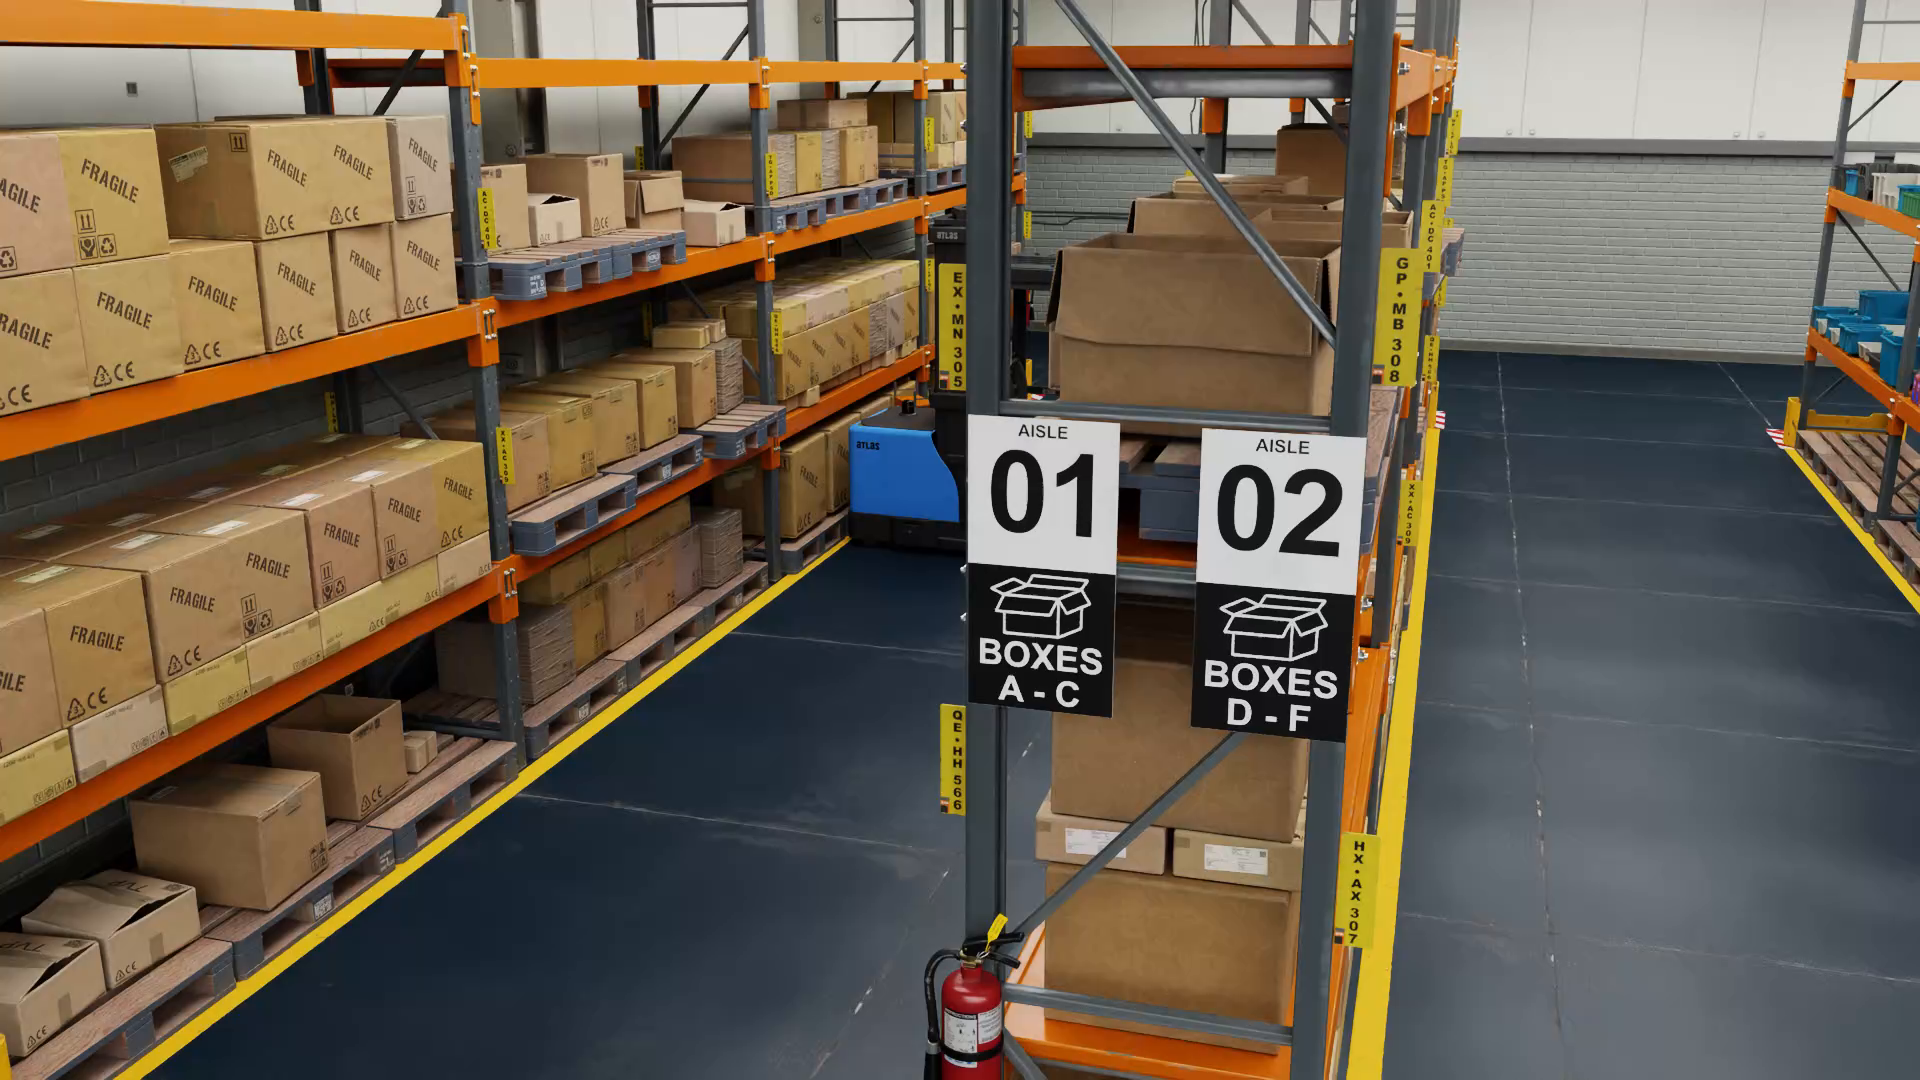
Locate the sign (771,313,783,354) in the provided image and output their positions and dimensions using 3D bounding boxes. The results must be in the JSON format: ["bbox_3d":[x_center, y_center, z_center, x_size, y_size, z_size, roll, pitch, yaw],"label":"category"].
[{"bbox_3d":[-1.443,-1.626,13.089,0.100,0.325,0.005,5,16,16],"label":"sign"}]

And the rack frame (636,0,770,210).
[{"bbox_3d":[-1.966,-4.033,12.557,1.000,3.000,0.127,5,16,16],"label":"rack frame"}]

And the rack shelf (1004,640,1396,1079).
[{"bbox_3d":[1.079,1.152,6.589,1.077,0.370,4.000,5,16,16],"label":"rack shelf"}]

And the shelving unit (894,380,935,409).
[{"bbox_3d":[-0.414,-0.868,15.692,0.258,1.200,0.503,-7,17,-23],"label":"shelving unit"}]

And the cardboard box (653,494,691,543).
[{"bbox_3d":[-2.343,-0.180,12.368,0.500,0.250,0.500,5,17,17],"label":"cardboard box"}]

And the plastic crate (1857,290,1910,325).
[{"bbox_3d":[9.890,-2.415,17.673,0.616,0.435,0.499,5,16,16],"label":"plastic crate"}]

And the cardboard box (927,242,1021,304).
[{"bbox_3d":[0.172,-3.250,20.241,0.980,0.700,0.700,5,17,18],"label":"cardboard box"}]

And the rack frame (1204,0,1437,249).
[{"bbox_3d":[1.647,-2.603,7.517,1.000,3.000,0.127,5,16,16],"label":"rack frame"}]

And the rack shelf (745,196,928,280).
[{"bbox_3d":[-1.398,-2.767,14.909,1.077,0.370,4.000,5,16,16],"label":"rack shelf"}]

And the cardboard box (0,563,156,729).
[{"bbox_3d":[-3.666,0.418,6.723,0.500,0.500,0.500,5,16,16],"label":"cardboard box"}]

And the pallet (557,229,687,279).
[{"bbox_3d":[-2.534,-1.878,10.800,1.213,0.211,1.003,5,16,16],"label":"pallet"}]

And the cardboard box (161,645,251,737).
[{"bbox_3d":[-3.512,0.636,7.329,0.500,0.250,0.500,4,16,15],"label":"cardboard box"}]

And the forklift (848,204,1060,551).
[{"bbox_3d":[0.590,-1.351,14.222,3.031,2.935,1.130,6,17,19],"label":"forklift"}]

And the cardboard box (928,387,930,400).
[{"bbox_3d":[-0.519,-1.381,18.011,0.700,0.500,0.500,5,17,17],"label":"cardboard box"}]

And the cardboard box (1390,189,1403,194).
[{"bbox_3d":[2.709,-2.214,11.145,0.500,0.250,0.500,3,16,12],"label":"cardboard box"}]

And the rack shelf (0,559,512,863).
[{"bbox_3d":[-3.671,0.769,7.940,1.077,0.370,4.000,5,16,16],"label":"rack shelf"}]

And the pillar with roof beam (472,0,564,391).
[{"bbox_3d":[0.962,-3.426,10.418,9.100,9.000,0.400,5,16,16],"label":"pillar with roof beam"}]

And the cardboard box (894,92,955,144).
[{"bbox_3d":[-0.358,-4.340,17.084,0.500,0.500,0.500,4,16,15],"label":"cardboard box"}]

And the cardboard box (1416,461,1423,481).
[{"bbox_3d":[3.764,-0.408,14.546,0.500,0.500,0.500,5,17,17],"label":"cardboard box"}]

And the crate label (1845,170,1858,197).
[{"bbox_3d":[9.234,-3.627,16.895,0.408,0.251,0.502,5,16,16],"label":"crate label"}]

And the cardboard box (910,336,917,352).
[{"bbox_3d":[-0.654,-1.972,16.708,0.380,0.149,0.250,5,17,16],"label":"cardboard box"}]

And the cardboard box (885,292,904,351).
[{"bbox_3d":[-0.855,-2.120,16.040,0.500,0.500,0.500,5,17,16],"label":"cardboard box"}]

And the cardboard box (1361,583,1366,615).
[{"bbox_3d":[1.558,0.212,7.212,0.380,0.149,0.250,5,16,16],"label":"cardboard box"}]

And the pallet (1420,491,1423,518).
[{"bbox_3d":[3.726,-0.253,15.334,1.003,0.211,1.213,5,16,16],"label":"pallet"}]

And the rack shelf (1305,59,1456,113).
[{"bbox_3d":[3.353,-3.635,13.204,1.077,0.370,4.000,5,16,16],"label":"rack shelf"}]

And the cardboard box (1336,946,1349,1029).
[{"bbox_3d":[1.305,1.574,6.678,0.500,0.500,0.500,5,16,16],"label":"cardboard box"}]

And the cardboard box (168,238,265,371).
[{"bbox_3d":[-3.443,-1.038,7.277,0.500,0.500,0.500,6,17,19],"label":"cardboard box"}]

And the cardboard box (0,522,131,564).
[{"bbox_3d":[-4.014,0.242,7.345,0.500,0.500,0.500,4,16,14],"label":"cardboard box"}]

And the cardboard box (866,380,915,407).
[{"bbox_3d":[-0.890,-1.181,16.666,0.750,0.750,0.750,5,17,17],"label":"cardboard box"}]

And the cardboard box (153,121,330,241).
[{"bbox_3d":[-3.270,-1.648,7.595,0.500,0.500,0.500,4,16,14],"label":"cardboard box"}]

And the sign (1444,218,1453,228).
[{"bbox_3d":[5.584,-3.518,19.033,0.100,0.325,0.005,5,16,16],"label":"sign"}]

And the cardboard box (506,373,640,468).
[{"bbox_3d":[-2.603,-0.811,11.202,0.700,0.500,0.500,7,17,24],"label":"cardboard box"}]

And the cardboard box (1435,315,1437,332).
[{"bbox_3d":[4.757,-2.369,17.500,0.500,0.500,0.500,4,16,15],"label":"cardboard box"}]

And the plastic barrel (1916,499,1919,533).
[{"bbox_3d":[8.498,-0.477,14.089,0.600,0.901,0.708,5,16,16],"label":"plastic barrel"}]

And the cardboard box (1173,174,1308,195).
[{"bbox_3d":[1.251,-1.366,7.443,0.500,0.500,0.500,6,17,20],"label":"cardboard box"}]

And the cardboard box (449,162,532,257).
[{"bbox_3d":[-2.871,-1.930,9.688,0.500,0.500,0.500,7,17,24],"label":"cardboard box"}]

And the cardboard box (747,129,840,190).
[{"bbox_3d":[-1.485,-3.398,14.825,0.700,0.500,0.500,5,16,16],"label":"cardboard box"}]

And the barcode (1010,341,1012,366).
[{"bbox_3d":[0.134,-0.509,4.567,0.001,0.075,0.075,5,16,16],"label":"barcode"}]

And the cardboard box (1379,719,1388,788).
[{"bbox_3d":[2.146,1.184,9.429,0.500,0.250,0.500,5,17,17],"label":"cardboard box"}]

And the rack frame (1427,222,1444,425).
[{"bbox_3d":[5.058,-2.857,19.404,1.000,3.000,0.127,5,16,16],"label":"rack frame"}]

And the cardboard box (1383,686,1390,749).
[{"bbox_3d":[2.151,0.914,9.350,0.500,0.311,0.500,4,16,15],"label":"cardboard box"}]

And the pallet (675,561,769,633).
[{"bbox_3d":[-2.190,0.399,13.036,1.003,0.211,1.213,5,16,16],"label":"pallet"}]

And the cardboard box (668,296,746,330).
[{"bbox_3d":[-2.086,-1.847,13.706,0.500,0.250,0.500,5,17,17],"label":"cardboard box"}]

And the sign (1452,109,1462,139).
[{"bbox_3d":[5.584,-4.677,18.704,0.100,0.325,0.005,5,16,16],"label":"sign"}]

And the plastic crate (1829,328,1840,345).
[{"bbox_3d":[9.057,-2.080,17.037,0.250,0.136,0.298,5,16,16],"label":"plastic crate"}]

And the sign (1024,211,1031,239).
[{"bbox_3d":[0.823,-3.865,20.403,0.100,0.325,0.005,5,16,16],"label":"sign"}]

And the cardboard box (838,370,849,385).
[{"bbox_3d":[-1.225,-1.506,15.066,0.380,0.149,0.250,5,17,16],"label":"cardboard box"}]

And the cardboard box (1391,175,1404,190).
[{"bbox_3d":[2.876,-2.372,12.014,0.910,0.500,0.500,5,16,16],"label":"cardboard box"}]

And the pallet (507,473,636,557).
[{"bbox_3d":[-2.746,-0.197,10.378,1.003,0.211,1.213,5,16,16],"label":"pallet"}]

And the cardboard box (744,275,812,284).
[{"bbox_3d":[-1.642,-2.250,15.125,0.500,0.250,0.500,4,16,15],"label":"cardboard box"}]
